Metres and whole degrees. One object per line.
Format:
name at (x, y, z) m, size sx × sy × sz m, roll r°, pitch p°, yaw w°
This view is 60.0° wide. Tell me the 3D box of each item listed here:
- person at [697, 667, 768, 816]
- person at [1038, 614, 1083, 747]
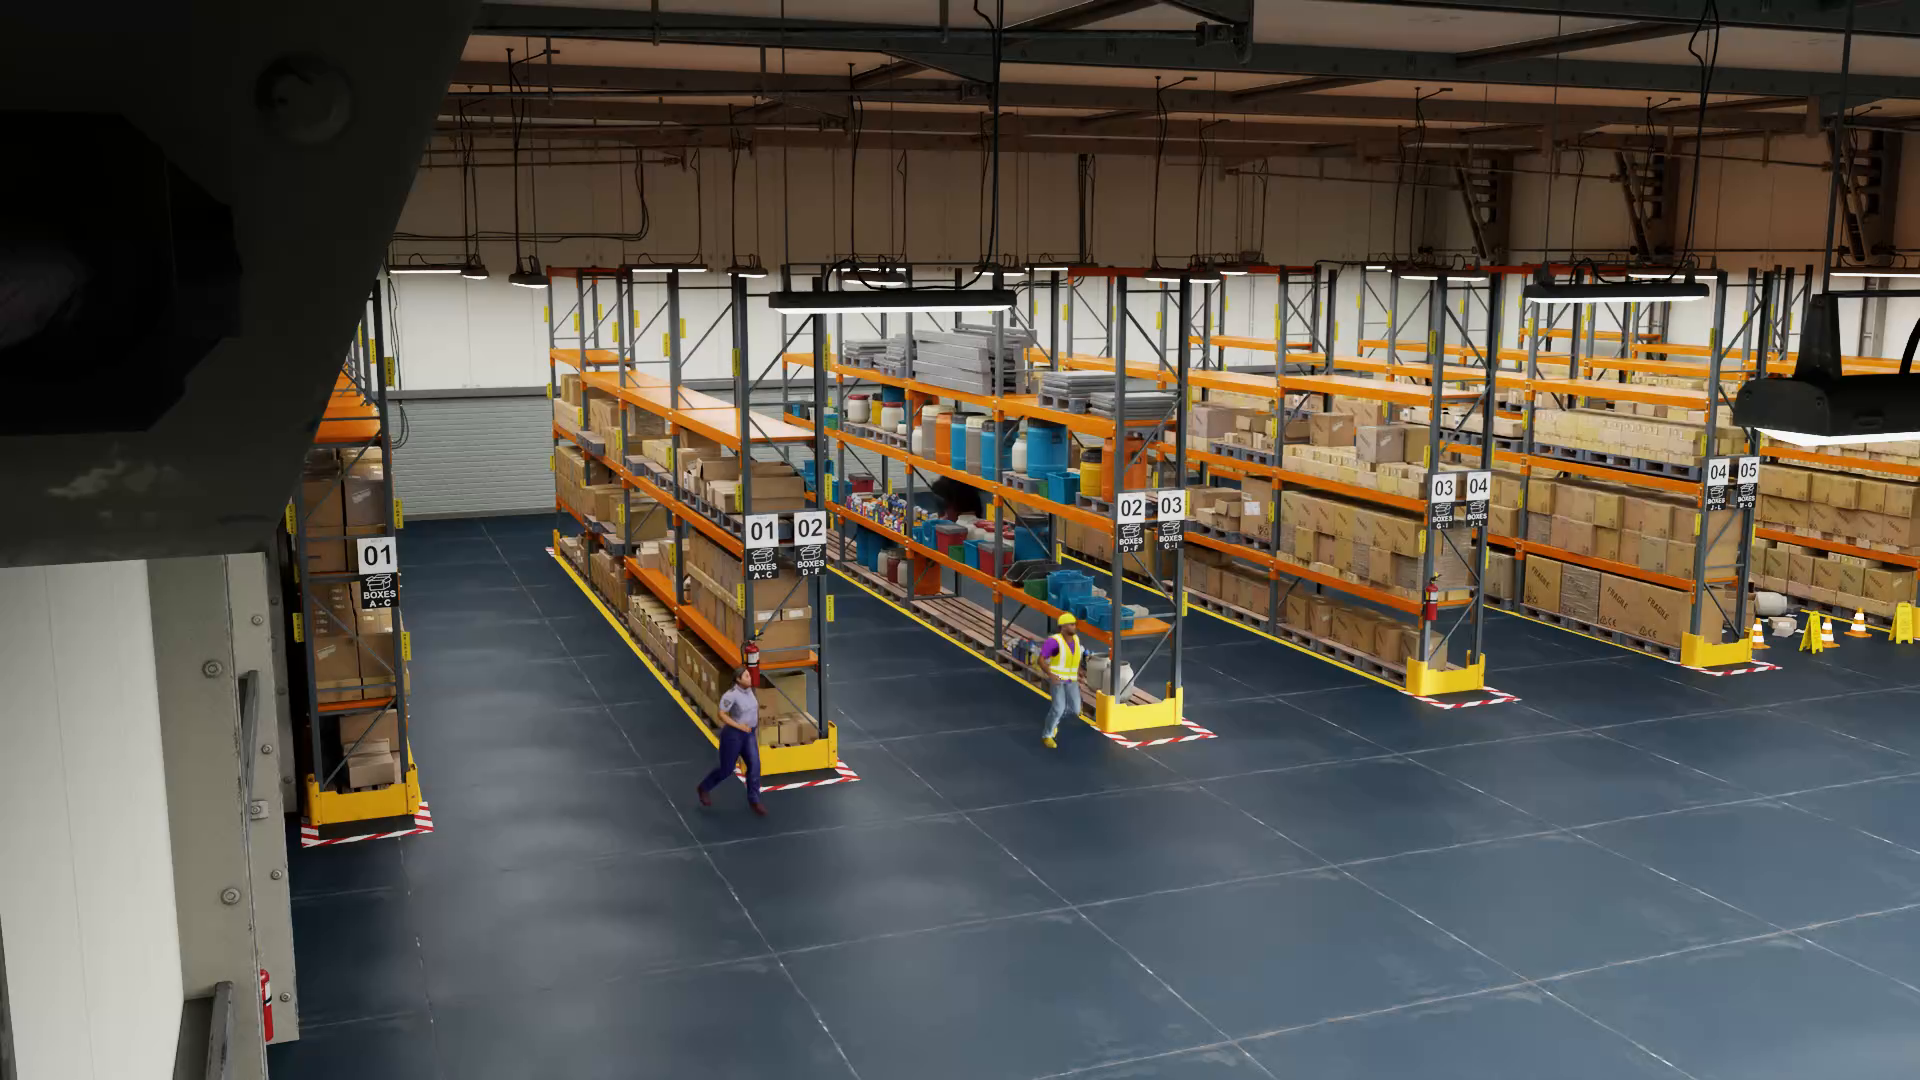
person at (-2.503, 2.260, 18.993) m, size 0.925 × 1.631 × 0.691 m, roll 6°, pitch 12°, yaw 33°
person at (1.346, 1.796, 21.484) m, size 0.755 × 1.705 × 0.532 m, roll -7°, pitch 12°, yaw -35°
